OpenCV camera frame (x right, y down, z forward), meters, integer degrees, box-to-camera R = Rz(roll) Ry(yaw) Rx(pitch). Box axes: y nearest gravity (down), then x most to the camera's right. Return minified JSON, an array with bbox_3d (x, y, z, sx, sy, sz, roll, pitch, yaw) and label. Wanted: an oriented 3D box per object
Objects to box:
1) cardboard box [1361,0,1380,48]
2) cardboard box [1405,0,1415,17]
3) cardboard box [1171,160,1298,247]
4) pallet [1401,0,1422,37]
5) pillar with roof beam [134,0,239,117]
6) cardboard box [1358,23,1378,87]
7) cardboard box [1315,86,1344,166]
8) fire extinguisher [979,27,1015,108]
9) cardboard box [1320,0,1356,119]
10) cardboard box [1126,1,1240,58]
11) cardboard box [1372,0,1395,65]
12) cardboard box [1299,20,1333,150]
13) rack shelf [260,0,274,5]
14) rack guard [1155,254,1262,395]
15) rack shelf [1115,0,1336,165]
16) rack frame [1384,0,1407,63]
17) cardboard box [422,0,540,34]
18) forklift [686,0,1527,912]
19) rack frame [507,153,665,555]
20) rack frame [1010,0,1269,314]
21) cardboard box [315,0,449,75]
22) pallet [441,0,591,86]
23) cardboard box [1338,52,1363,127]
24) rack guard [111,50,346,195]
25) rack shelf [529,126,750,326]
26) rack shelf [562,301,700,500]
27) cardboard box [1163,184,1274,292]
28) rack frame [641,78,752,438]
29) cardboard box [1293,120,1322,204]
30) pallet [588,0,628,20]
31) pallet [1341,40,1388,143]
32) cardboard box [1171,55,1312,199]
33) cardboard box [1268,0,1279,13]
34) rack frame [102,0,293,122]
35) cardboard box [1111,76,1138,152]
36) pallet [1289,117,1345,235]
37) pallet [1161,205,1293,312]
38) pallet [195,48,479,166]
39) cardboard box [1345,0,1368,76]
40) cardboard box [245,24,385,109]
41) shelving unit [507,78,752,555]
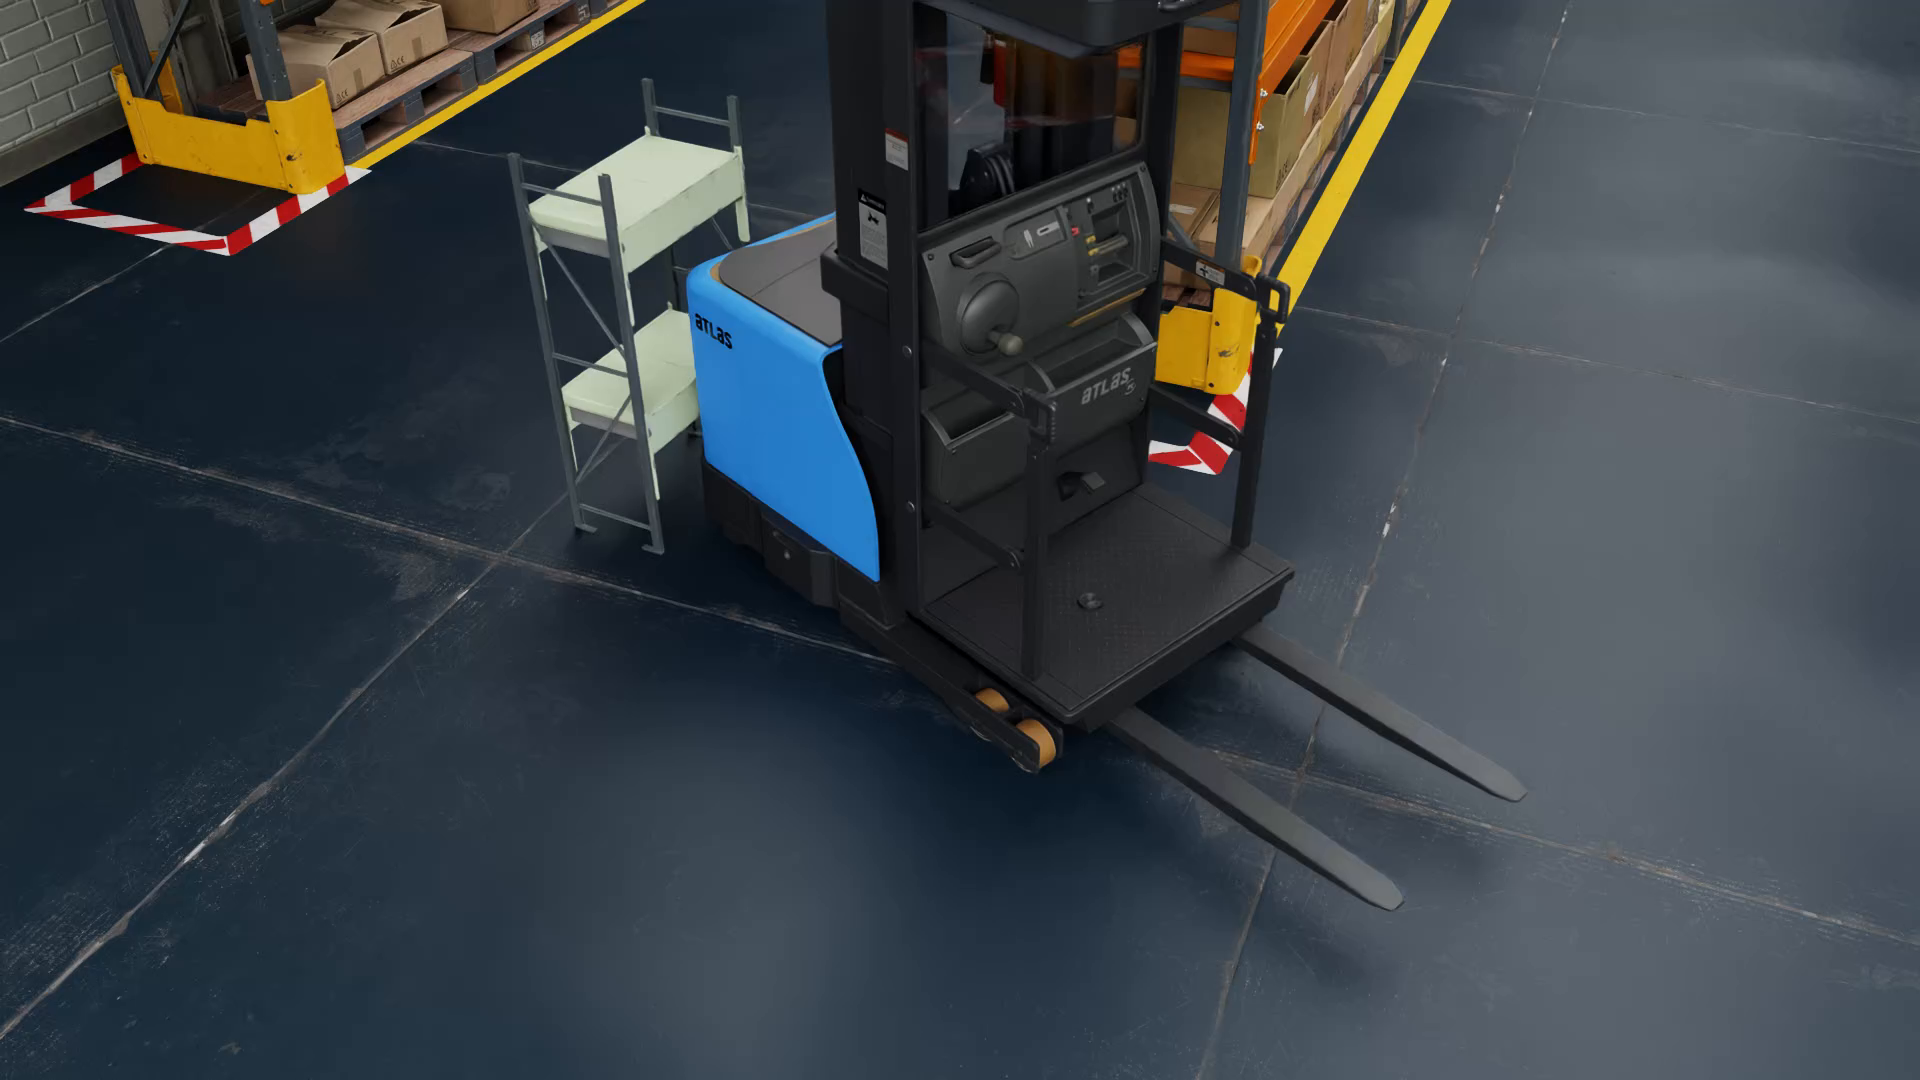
[{"bbox_3d":[2.037,-3.048,9.142,0.500,0.500,0.500,14,39,18],"label":"cardboard box"},{"bbox_3d":[2.595,-3.495,10.367,0.500,0.250,0.500,13,39,17],"label":"cardboard box"},{"bbox_3d":[1.287,-1.638,7.881,0.500,0.250,0.500,14,39,18],"label":"cardboard box"},{"bbox_3d":[2.457,-3.561,10.838,1.003,0.211,1.213,14,39,18],"label":"pallet"},{"bbox_3d":[-0.444,-5.180,5.664,9.100,9.000,0.400,14,39,18],"label":"pillar with roof beam"},{"bbox_3d":[2.039,-2.747,9.366,0.500,0.250,0.500,14,39,18],"label":"cardboard box"},{"bbox_3d":[1.673,-2.190,8.620,0.500,0.250,0.500,14,39,18],"label":"cardboard box"},{"bbox_3d":[0.216,-2.056,6.560,0.296,0.674,0.183,14,39,18],"label":"fire extinguisher"},{"bbox_3d":[1.673,-2.490,8.396,0.500,0.500,0.500,14,39,18],"label":"cardboard box"},{"bbox_3d":[0.880,-2.342,6.795,0.700,0.500,0.500,14,39,18],"label":"cardboard box"},{"bbox_3d":[2.238,-3.022,9.733,0.500,0.250,0.500,14,39,18],"label":"cardboard box"},{"bbox_3d":[1.467,-2.217,8.031,0.500,0.500,0.500,14,39,18],"label":"cardboard box"},{"bbox_3d":[-3.131,-3.992,9.687,1.077,0.370,4.000,14,39,18],"label":"rack shelf"},{"bbox_3d":[0.681,-1.032,7.214,1.175,0.500,0.348,14,39,18],"label":"rack guard"},{"bbox_3d":[1.451,-2.866,8.180,1.077,0.370,4.000,14,39,18],"label":"rack shelf"},{"bbox_3d":[2.212,-4.261,9.446,1.000,3.000,0.127,14,39,18],"label":"rack frame"},{"bbox_3d":[-3.003,-3.421,10.042,0.700,0.500,0.500,11,38,15],"label":"cardboard box"},{"bbox_3d":[0.404,-0.789,4.857,1.130,2.935,3.031,-29,45,-33],"label":"forklift"},{"bbox_3d":[-1.287,-0.606,5.803,0.400,1.500,0.023,17,40,22],"label":"rack frame"},{"bbox_3d":[0.691,-2.047,6.483,1.000,3.000,0.127,14,39,18],"label":"rack frame"},{"bbox_3d":[-3.329,-2.951,9.571,0.500,0.311,0.500,17,40,21],"label":"cardboard box"},{"bbox_3d":[-3.056,-3.213,10.373,1.003,0.211,1.213,14,39,18],"label":"pallet"},{"bbox_3d":[1.862,-2.467,8.991,0.500,0.250,0.500,14,39,18],"label":"cardboard box"},{"bbox_3d":[-3.863,-2.214,8.795,1.175,0.500,0.348,14,39,18],"label":"rack guard"},{"bbox_3d":[-1.123,-1.114,5.832,0.431,0.370,0.720,17,40,22],"label":"rack shelf"},{"bbox_3d":[-1.115,-0.538,6.257,0.431,0.370,0.720,17,40,22],"label":"rack shelf"},{"bbox_3d":[1.100,-1.360,7.510,0.500,0.250,0.500,14,39,18],"label":"cardboard box"},{"bbox_3d":[-0.950,-0.995,6.324,0.400,1.500,0.023,17,40,22],"label":"rack frame"},{"bbox_3d":[1.478,-1.914,8.252,0.500,0.250,0.500,14,39,18],"label":"cardboard box"},{"bbox_3d":[-2.593,-3.891,11.279,1.003,0.211,1.213,14,39,18],"label":"pallet"},{"bbox_3d":[1.871,-2.714,9.704,1.003,0.211,1.213,14,39,18],"label":"pallet"},{"bbox_3d":[1.289,-1.938,7.656,0.500,0.500,0.500,14,39,18],"label":"cardboard box"},{"bbox_3d":[1.075,-2.634,7.185,0.700,0.500,0.500,15,39,19],"label":"cardboard box"},{"bbox_3d":[-3.892,-3.173,7.990,1.000,3.000,0.127,14,39,18],"label":"rack frame"},{"bbox_3d":[0.619,-1.779,7.444,0.500,0.500,0.500,14,39,18],"label":"cardboard box"},{"bbox_3d":[1.408,-2.036,8.798,1.003,0.211,1.213,14,39,18],"label":"pallet"},{"bbox_3d":[0.943,-1.363,7.897,1.003,0.211,1.213,14,39,18],"label":"pallet"},{"bbox_3d":[-3.521,-2.540,9.472,1.003,0.211,1.213,14,39,18],"label":"pallet"},{"bbox_3d":[1.850,-2.770,8.770,0.500,0.500,0.500,14,39,18],"label":"cardboard box"},{"bbox_3d":[-3.546,-2.635,9.148,0.500,0.311,0.500,10,38,13],"label":"cardboard box"},{"bbox_3d":[-1.118,-0.800,6.063,0.431,1.500,0.755,17,40,22],"label":"shelving unit"}]
